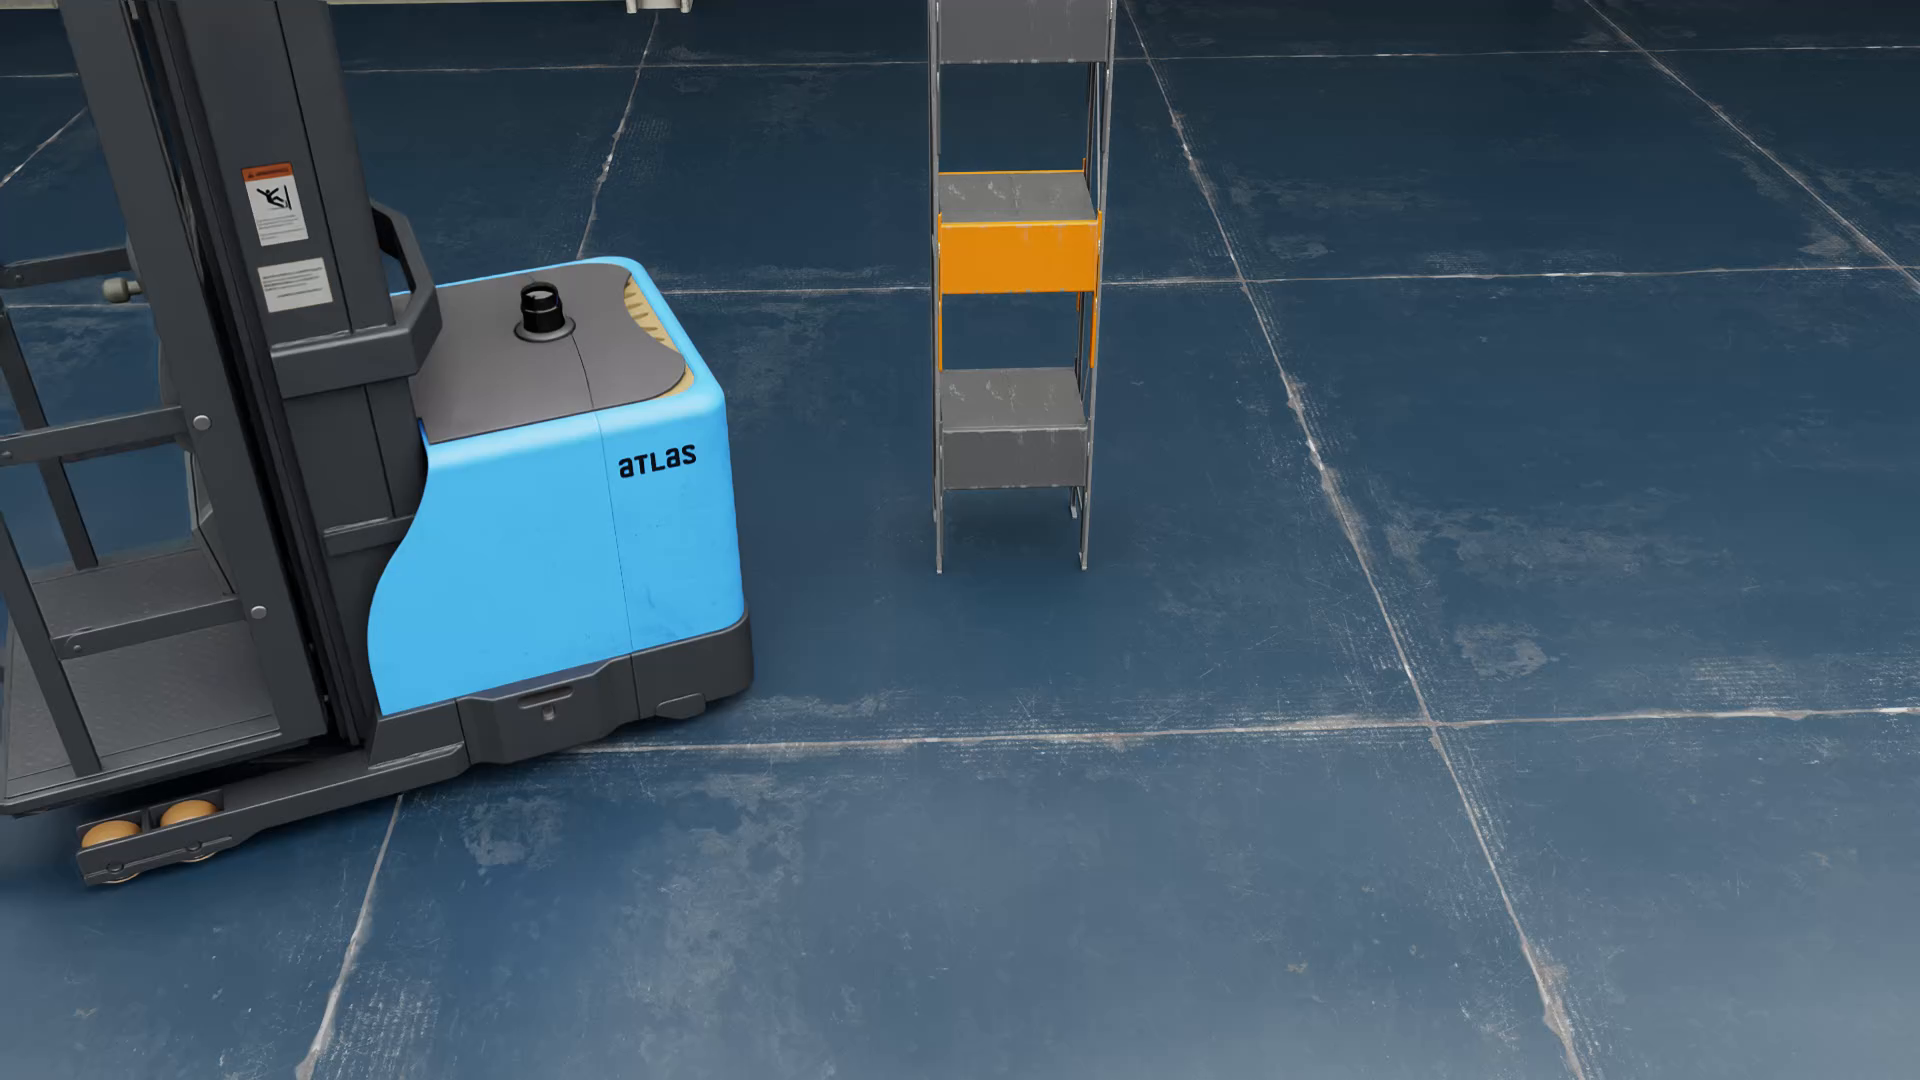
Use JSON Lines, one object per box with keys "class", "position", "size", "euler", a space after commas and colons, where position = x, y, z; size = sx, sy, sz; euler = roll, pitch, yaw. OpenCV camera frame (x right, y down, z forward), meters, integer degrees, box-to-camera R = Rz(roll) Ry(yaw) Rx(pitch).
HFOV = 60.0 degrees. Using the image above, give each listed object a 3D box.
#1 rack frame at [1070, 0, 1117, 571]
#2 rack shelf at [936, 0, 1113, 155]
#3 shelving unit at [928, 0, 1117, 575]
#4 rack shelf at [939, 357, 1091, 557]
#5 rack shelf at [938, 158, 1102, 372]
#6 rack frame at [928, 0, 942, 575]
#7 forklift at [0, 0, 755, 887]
{"class": "rack frame", "position": [0.409, -0.874, 5.168], "size": [0.015, 2.100, 0.400], "euler": [-2, 35, -2]}
{"class": "rack shelf", "position": [0.165, -1.432, 4.768], "size": [0.480, 0.518, 0.431], "euler": [-2, 35, -2]}
{"class": "shelving unit", "position": [0.165, -0.868, 5.159], "size": [0.503, 2.100, 0.431], "euler": [-2, 35, -2]}
{"class": "rack shelf", "position": [0.165, -0.281, 5.565], "size": [0.480, 0.518, 0.431], "euler": [-2, 35, -2]}
{"class": "rack shelf", "position": [0.165, -0.857, 5.167], "size": [0.480, 0.518, 0.431], "euler": [-2, 35, -2]}
{"class": "rack frame", "position": [-0.078, -0.861, 5.149], "size": [0.015, 2.100, 0.400], "euler": [-2, 35, -2]}
{"class": "forklift", "position": [-2.187, -0.635, 4.092], "size": [3.031, 2.935, 1.130], "euler": [-14, 37, -19]}
